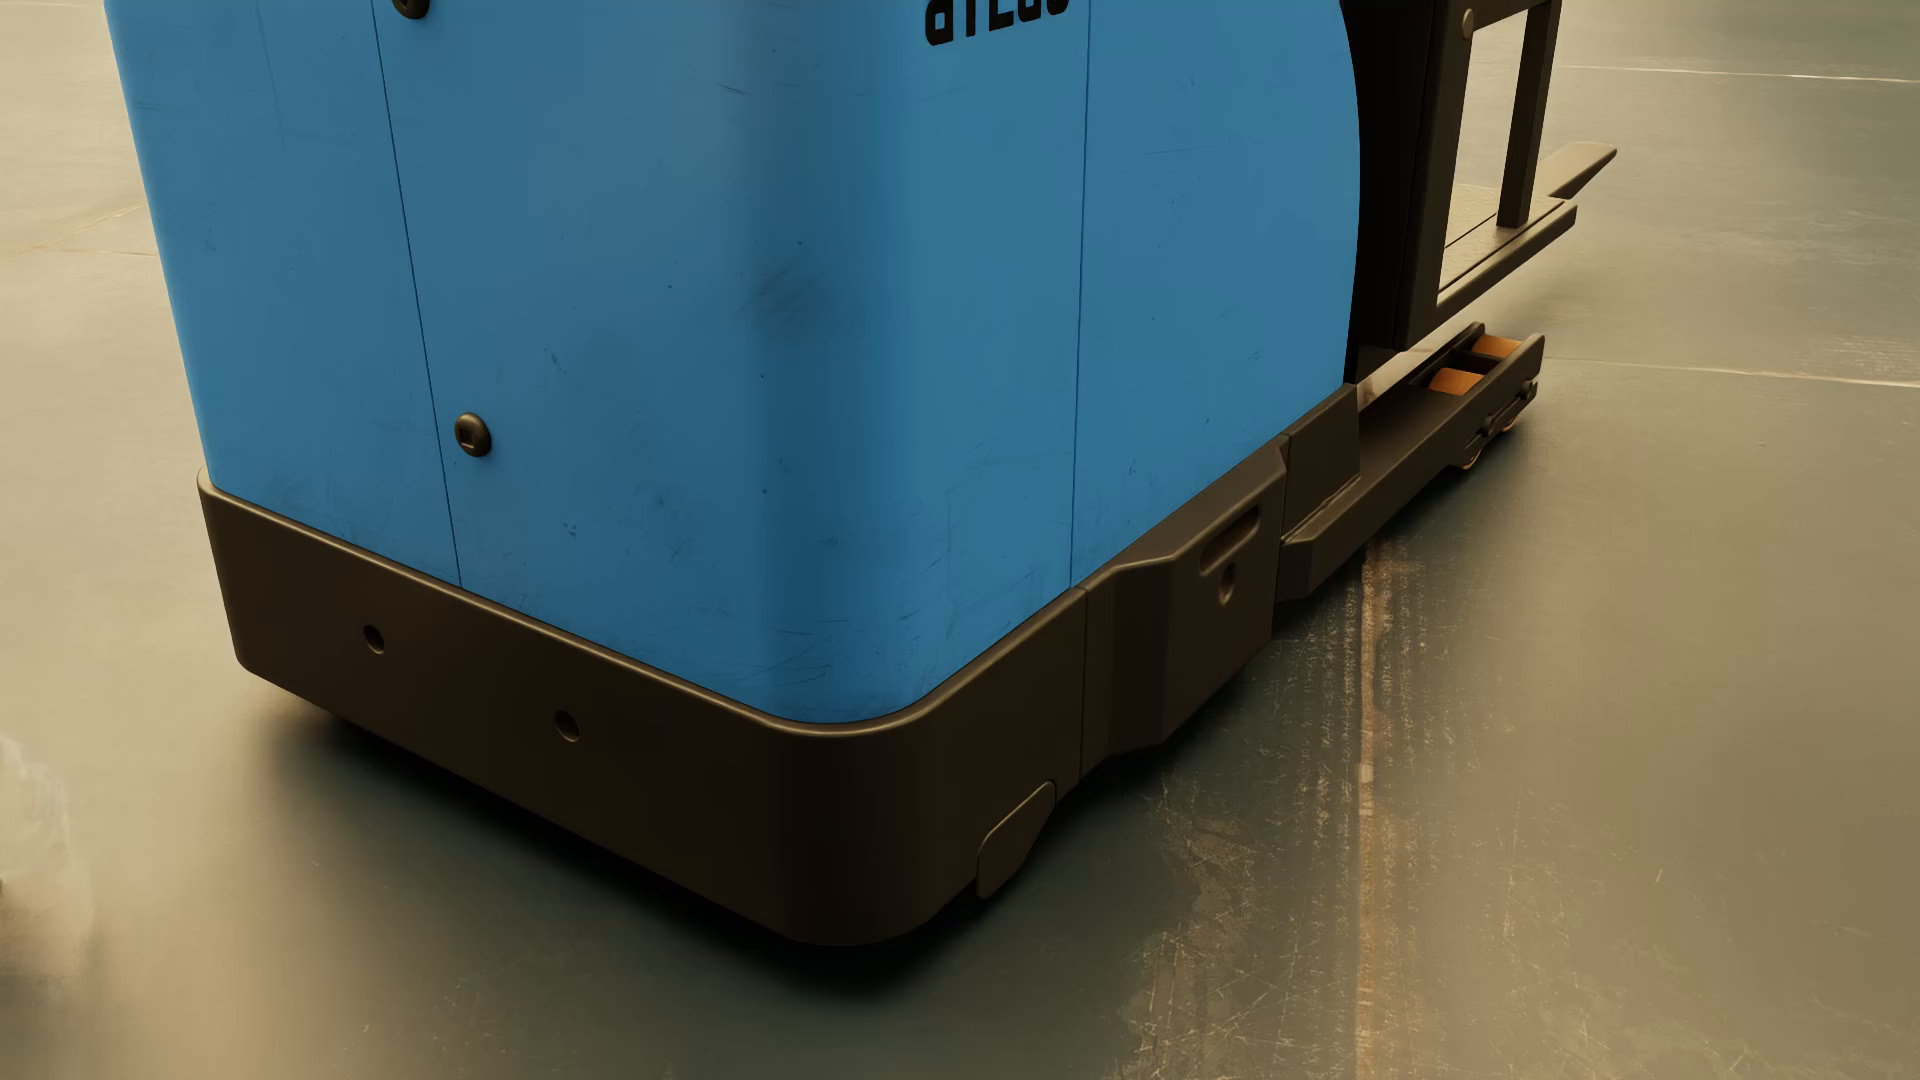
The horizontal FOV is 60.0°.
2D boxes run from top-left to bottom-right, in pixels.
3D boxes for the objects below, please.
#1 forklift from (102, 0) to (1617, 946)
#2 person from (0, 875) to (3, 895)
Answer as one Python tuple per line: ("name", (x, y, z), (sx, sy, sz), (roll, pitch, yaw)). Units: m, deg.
("forklift", (0.349, -1.534, 2.287), (1.130, 2.935, 3.031), (17, 32, 31))
("person", (-1.153, -0.046, 0.868), (0.757, 1.551, 1.296), (10, 28, 19))
